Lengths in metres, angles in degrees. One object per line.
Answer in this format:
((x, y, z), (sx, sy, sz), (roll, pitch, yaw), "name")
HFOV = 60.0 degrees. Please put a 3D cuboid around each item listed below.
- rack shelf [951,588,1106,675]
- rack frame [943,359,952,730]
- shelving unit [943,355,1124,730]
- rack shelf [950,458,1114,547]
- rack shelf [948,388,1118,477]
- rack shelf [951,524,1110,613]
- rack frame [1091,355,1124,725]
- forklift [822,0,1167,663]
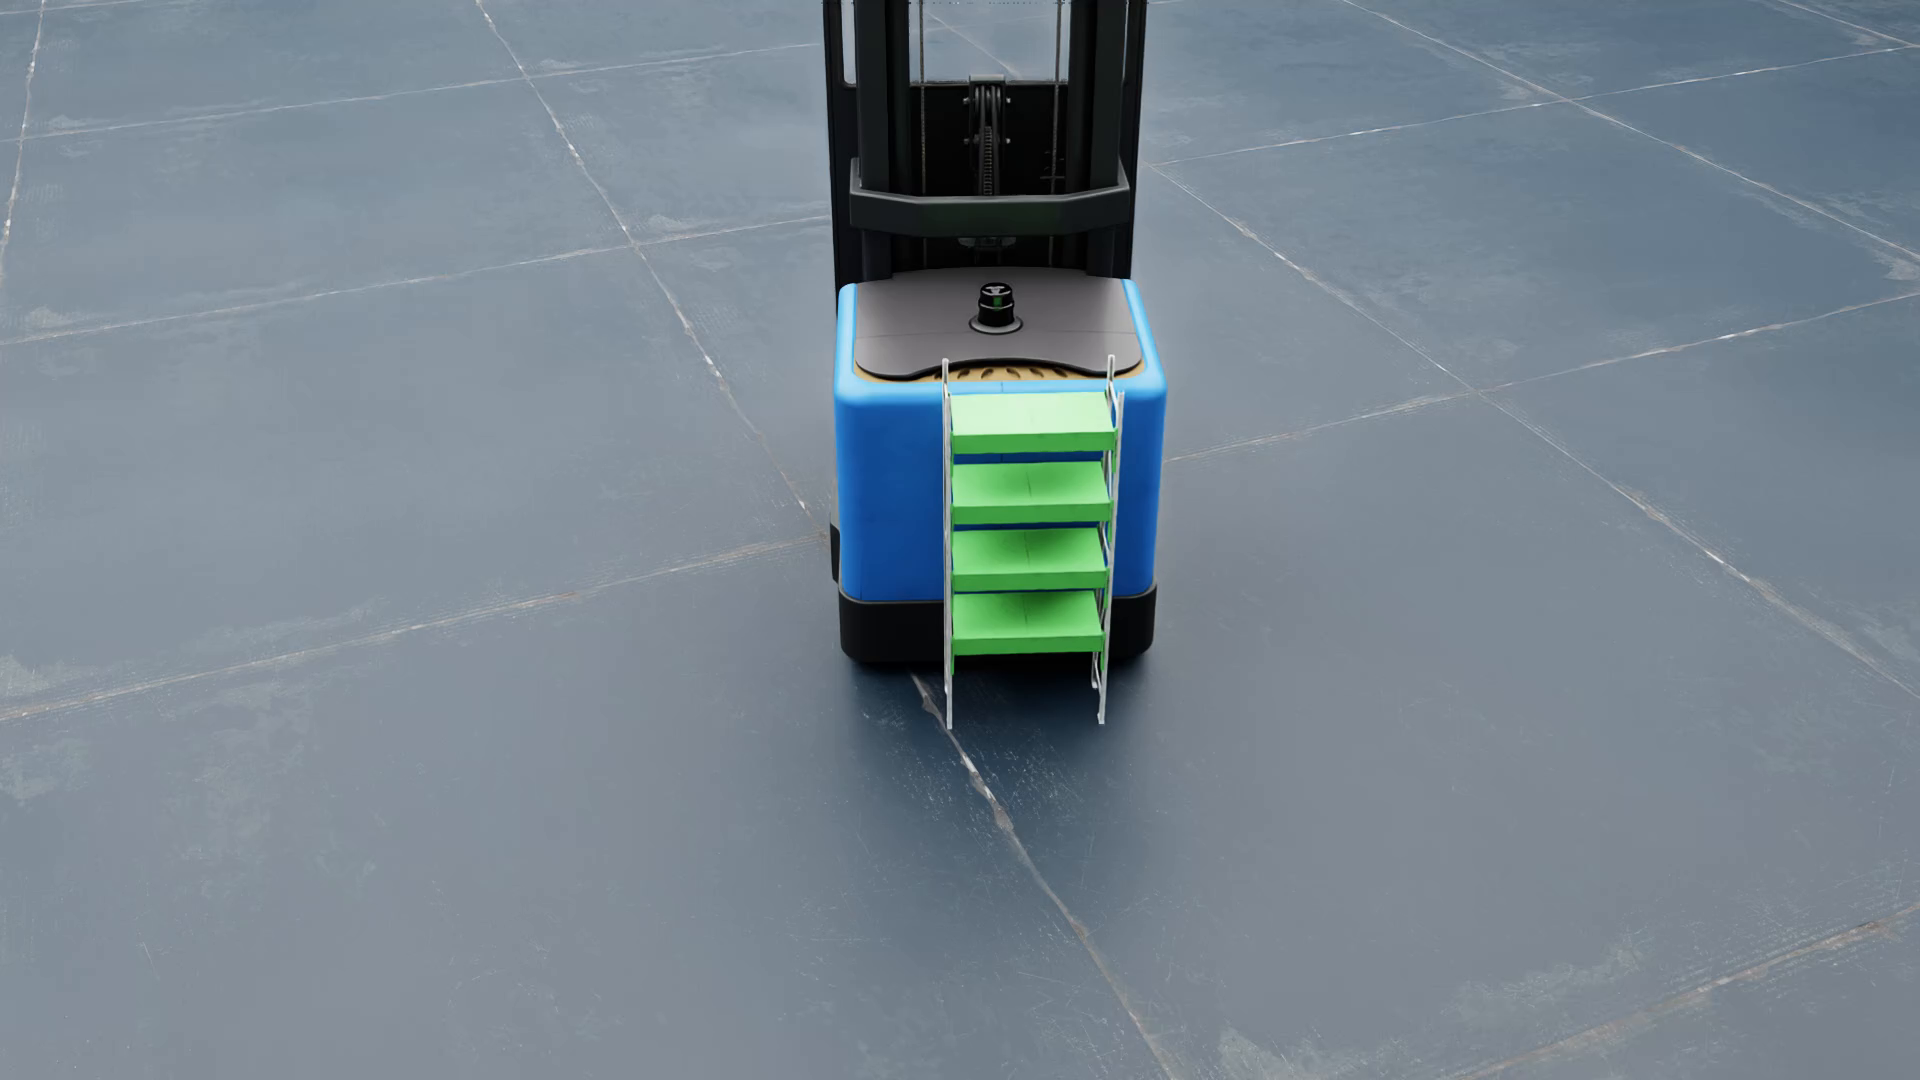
((0.206, 0.287, 5.266), (0.480, 0.148, 0.258), (-1, 33, -2), "rack shelf")
((-0.038, 0.038, 5.091), (0.015, 1.200, 0.240), (-1, 33, -2), "rack frame")
((0.206, 0.032, 5.100), (0.503, 1.200, 0.258), (-1, 33, -2), "shelving unit")
((0.206, -0.115, 5.004), (0.480, 0.148, 0.258), (-1, 33, -2), "rack shelf")
((0.206, -0.317, 4.873), (0.480, 0.148, 0.258), (-1, 33, -2), "rack shelf")
((0.206, 0.086, 5.135), (0.480, 0.148, 0.258), (-1, 33, -2), "rack shelf")
((0.450, 0.026, 5.110), (0.015, 1.200, 0.240), (-1, 33, -2), "rack frame")
((0.073, -1.596, 6.015), (1.130, 2.935, 3.031), (-1, 33, -2), "forklift")
